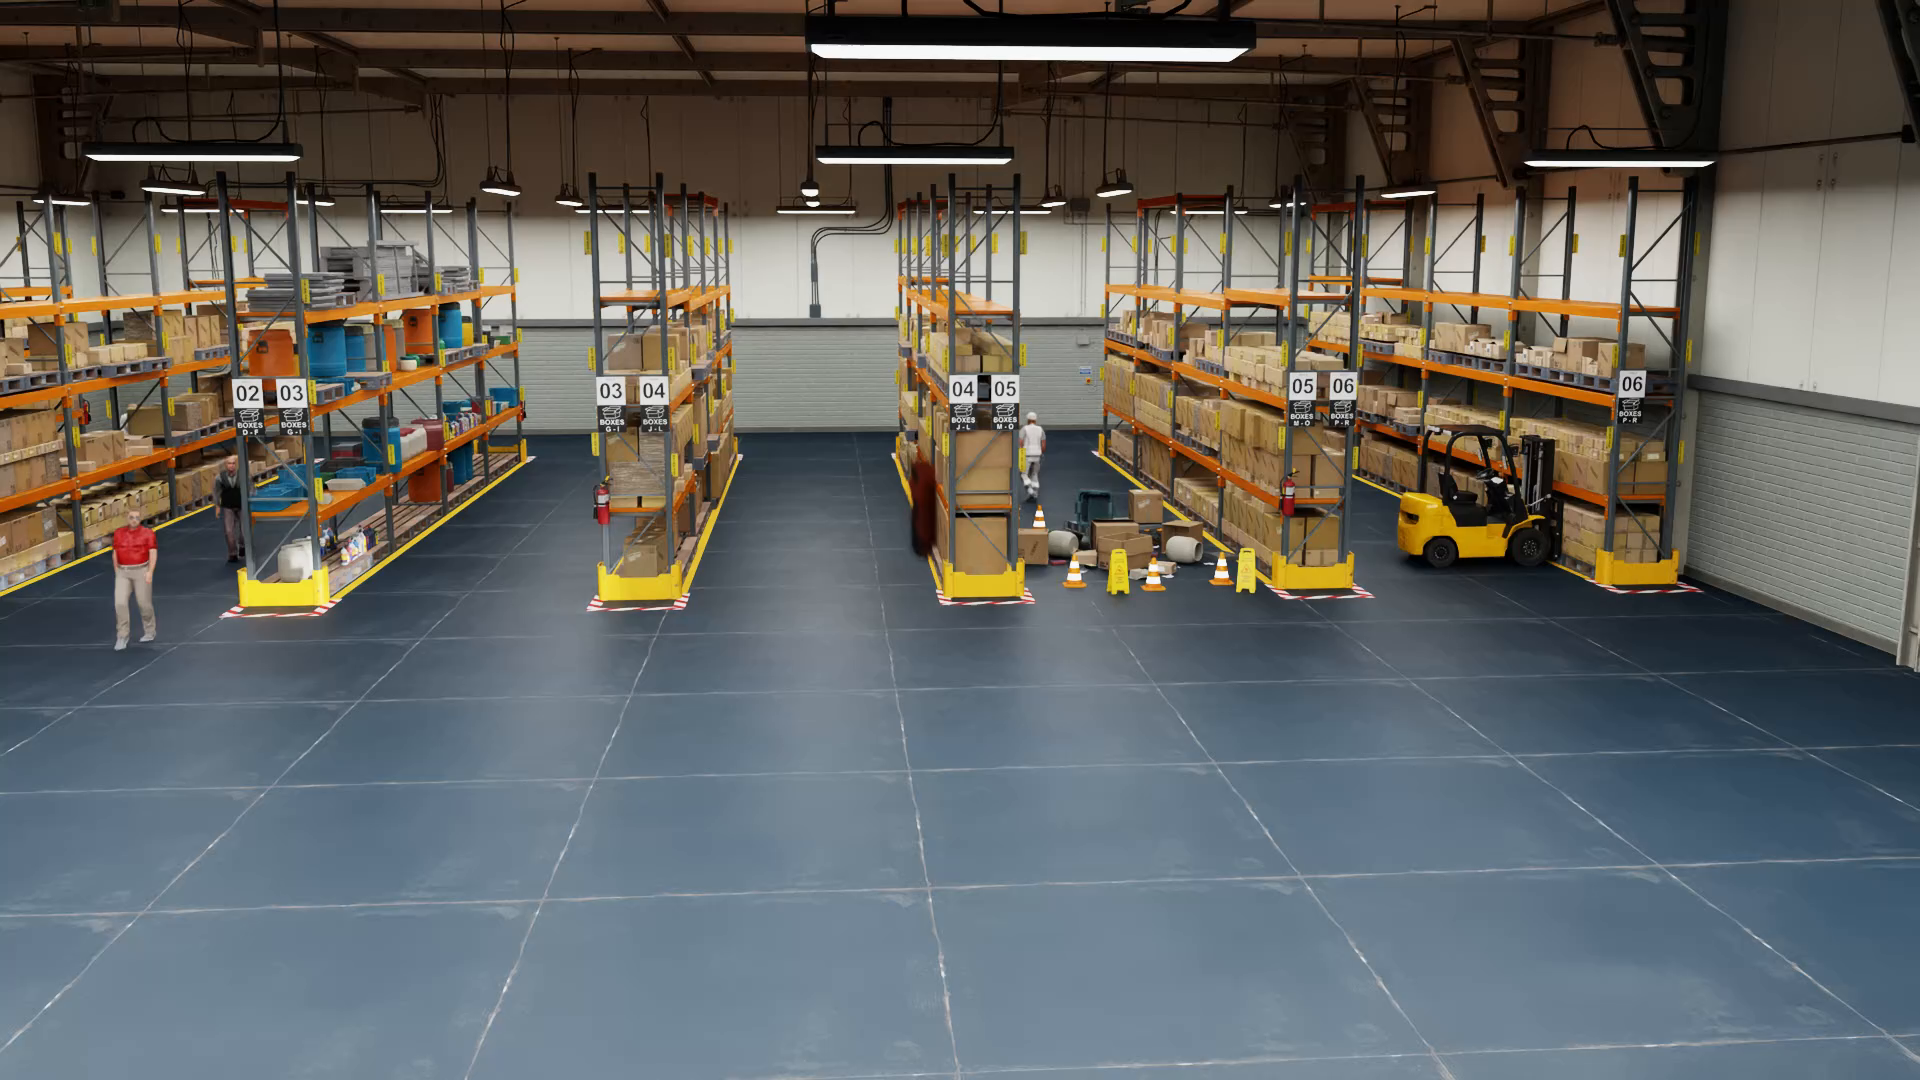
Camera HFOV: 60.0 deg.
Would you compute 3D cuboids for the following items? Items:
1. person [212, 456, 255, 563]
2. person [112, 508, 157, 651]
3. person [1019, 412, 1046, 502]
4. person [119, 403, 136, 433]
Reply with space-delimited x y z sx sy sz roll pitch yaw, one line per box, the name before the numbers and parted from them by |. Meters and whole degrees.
person | -11.666 -0.513 26.761 0.637 1.707 0.568 -4 11 -20
person | -10.492 0.493 21.080 0.561 1.763 0.684 -2 10 -10
person | 1.441 -1.646 33.007 0.626 1.764 0.661 -4 11 -23
person | -17.840 -2.149 36.098 0.680 1.677 0.661 1 10 5
